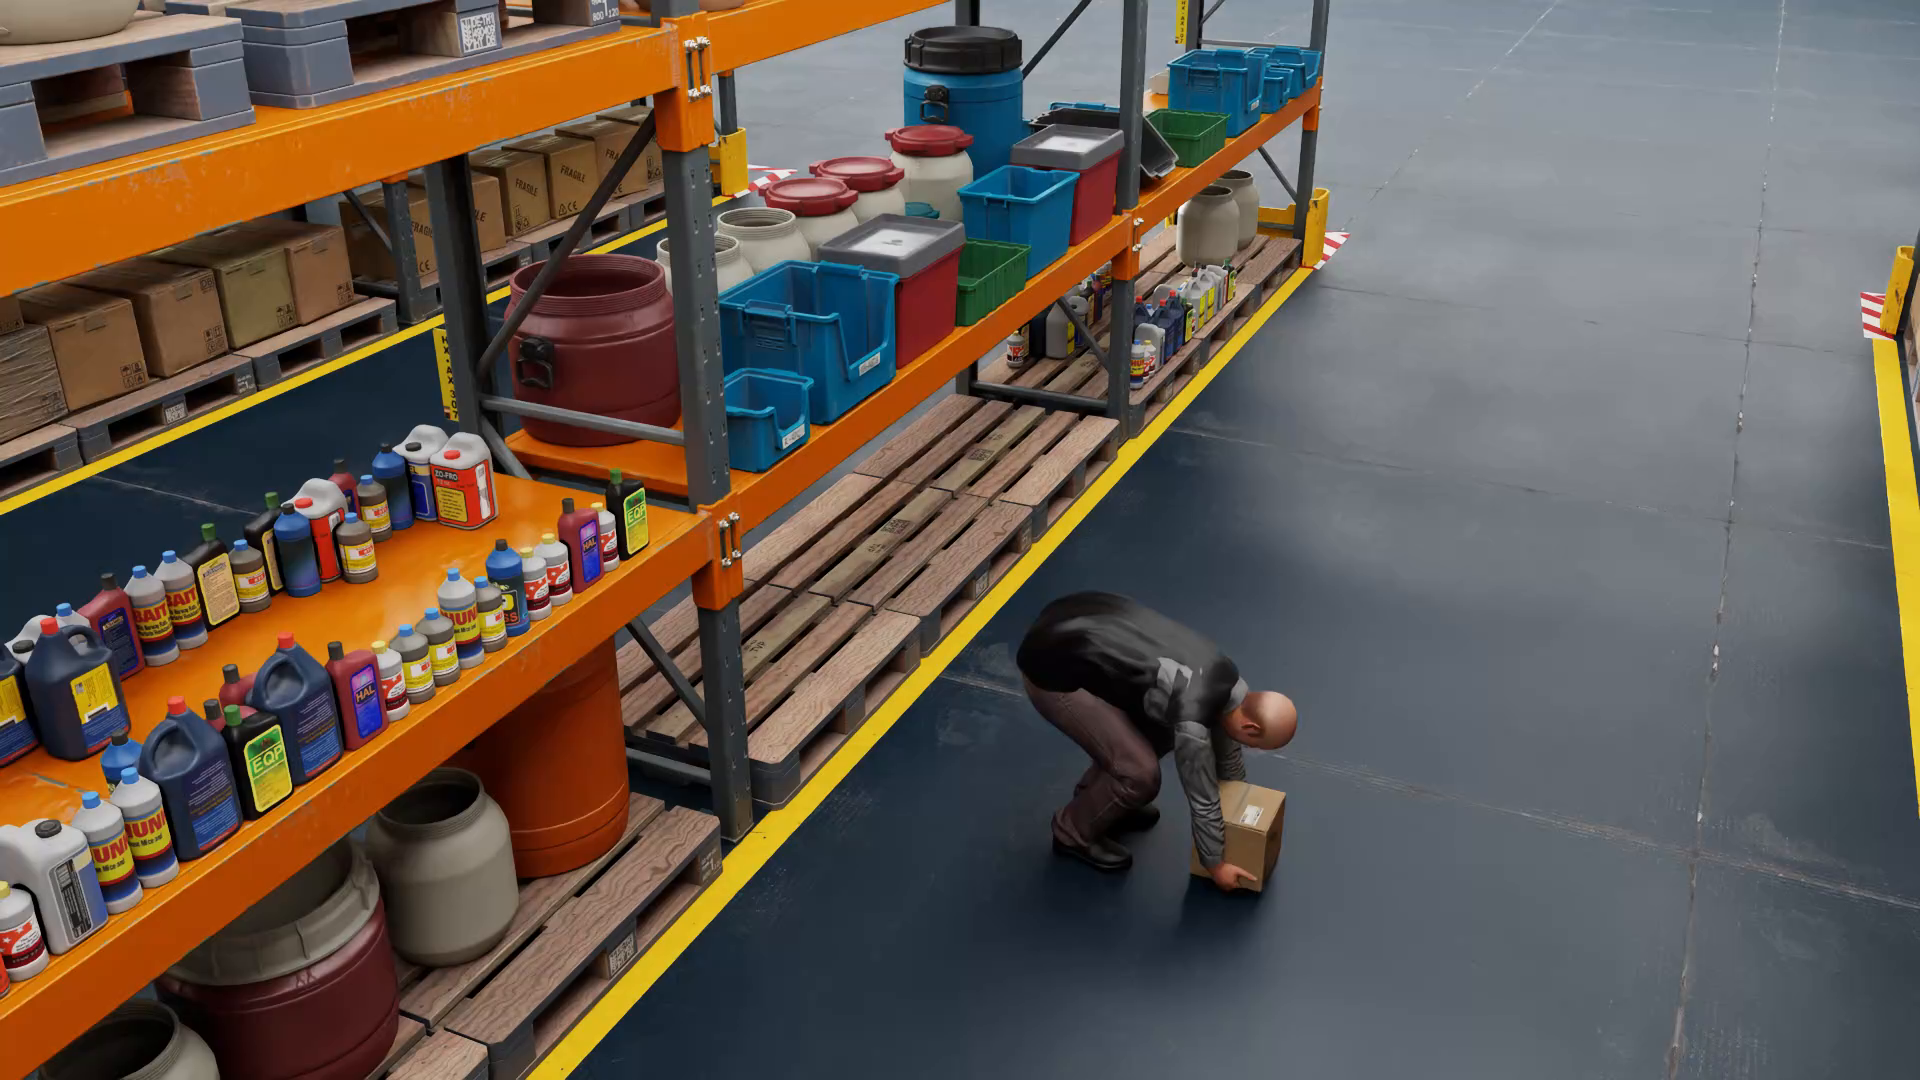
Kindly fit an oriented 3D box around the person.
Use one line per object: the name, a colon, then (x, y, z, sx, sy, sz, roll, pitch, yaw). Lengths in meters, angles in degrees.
person: (0.668, 0.658, 5.674, 0.945, 0.946, 0.515, 10, 28, 19)
